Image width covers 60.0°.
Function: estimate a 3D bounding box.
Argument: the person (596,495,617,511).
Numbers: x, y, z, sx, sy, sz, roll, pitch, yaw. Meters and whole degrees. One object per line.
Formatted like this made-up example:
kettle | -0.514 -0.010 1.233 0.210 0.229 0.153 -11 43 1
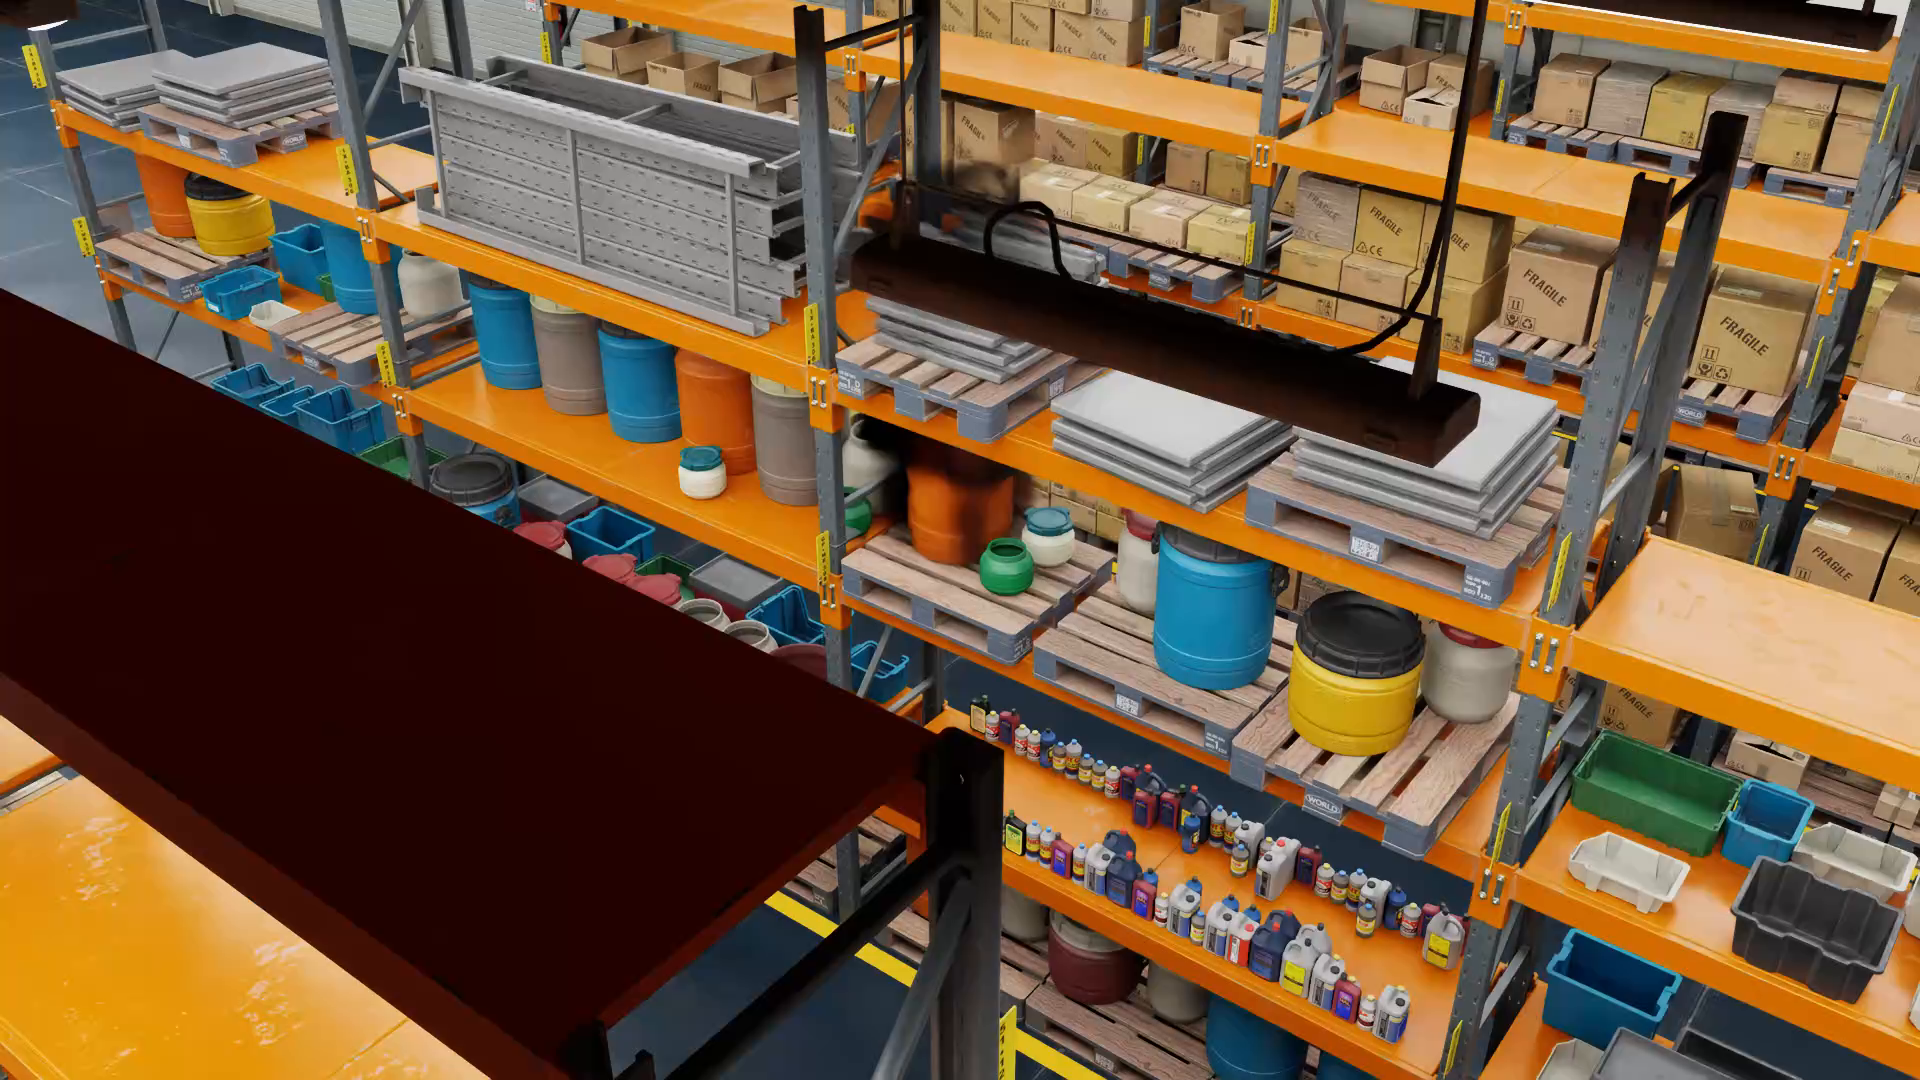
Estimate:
person | -3.216 -0.394 14.333 0.973 1.692 0.658 17 35 26
